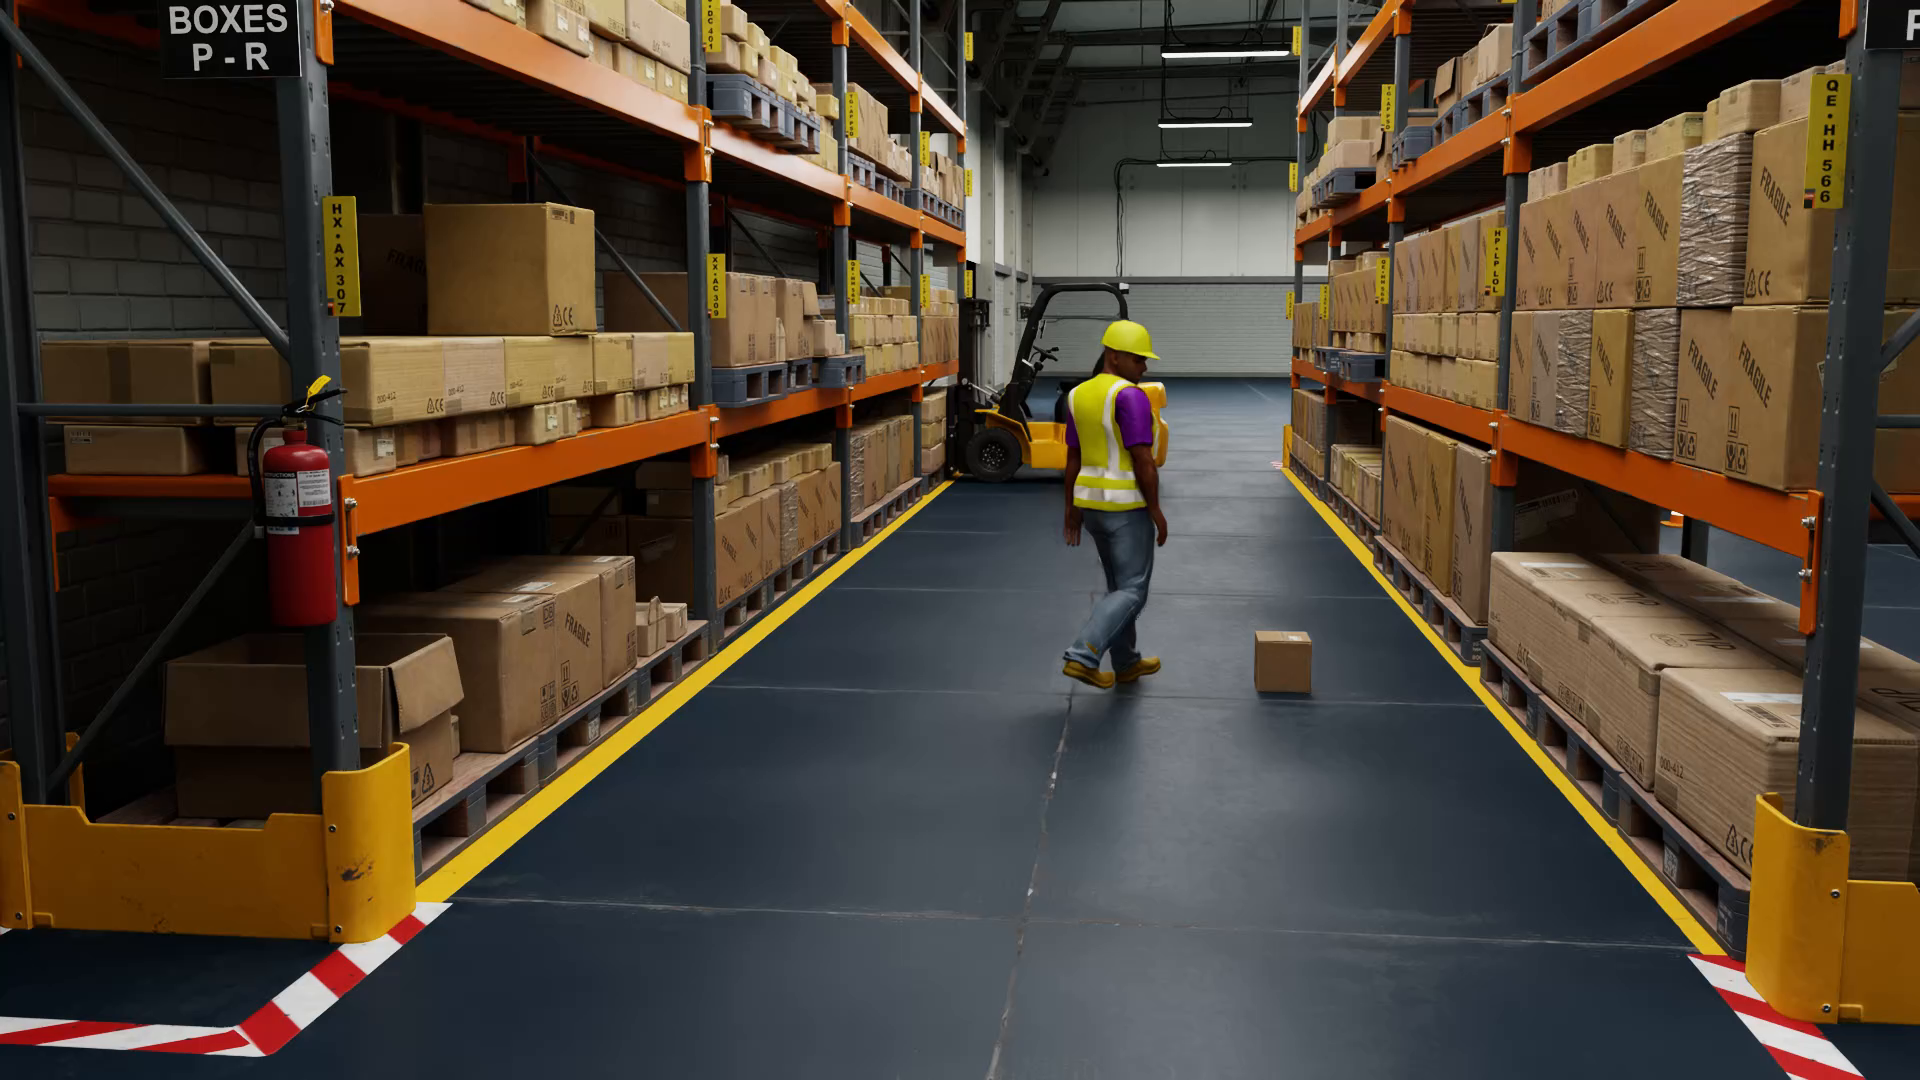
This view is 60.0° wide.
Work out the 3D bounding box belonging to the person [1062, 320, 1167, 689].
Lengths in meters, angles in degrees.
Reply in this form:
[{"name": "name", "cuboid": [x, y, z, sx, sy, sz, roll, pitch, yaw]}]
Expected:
[{"name": "person", "cuboid": [0.735, -0.149, 7.801, 0.835, 1.751, 0.605, -5, 9, -32]}]
